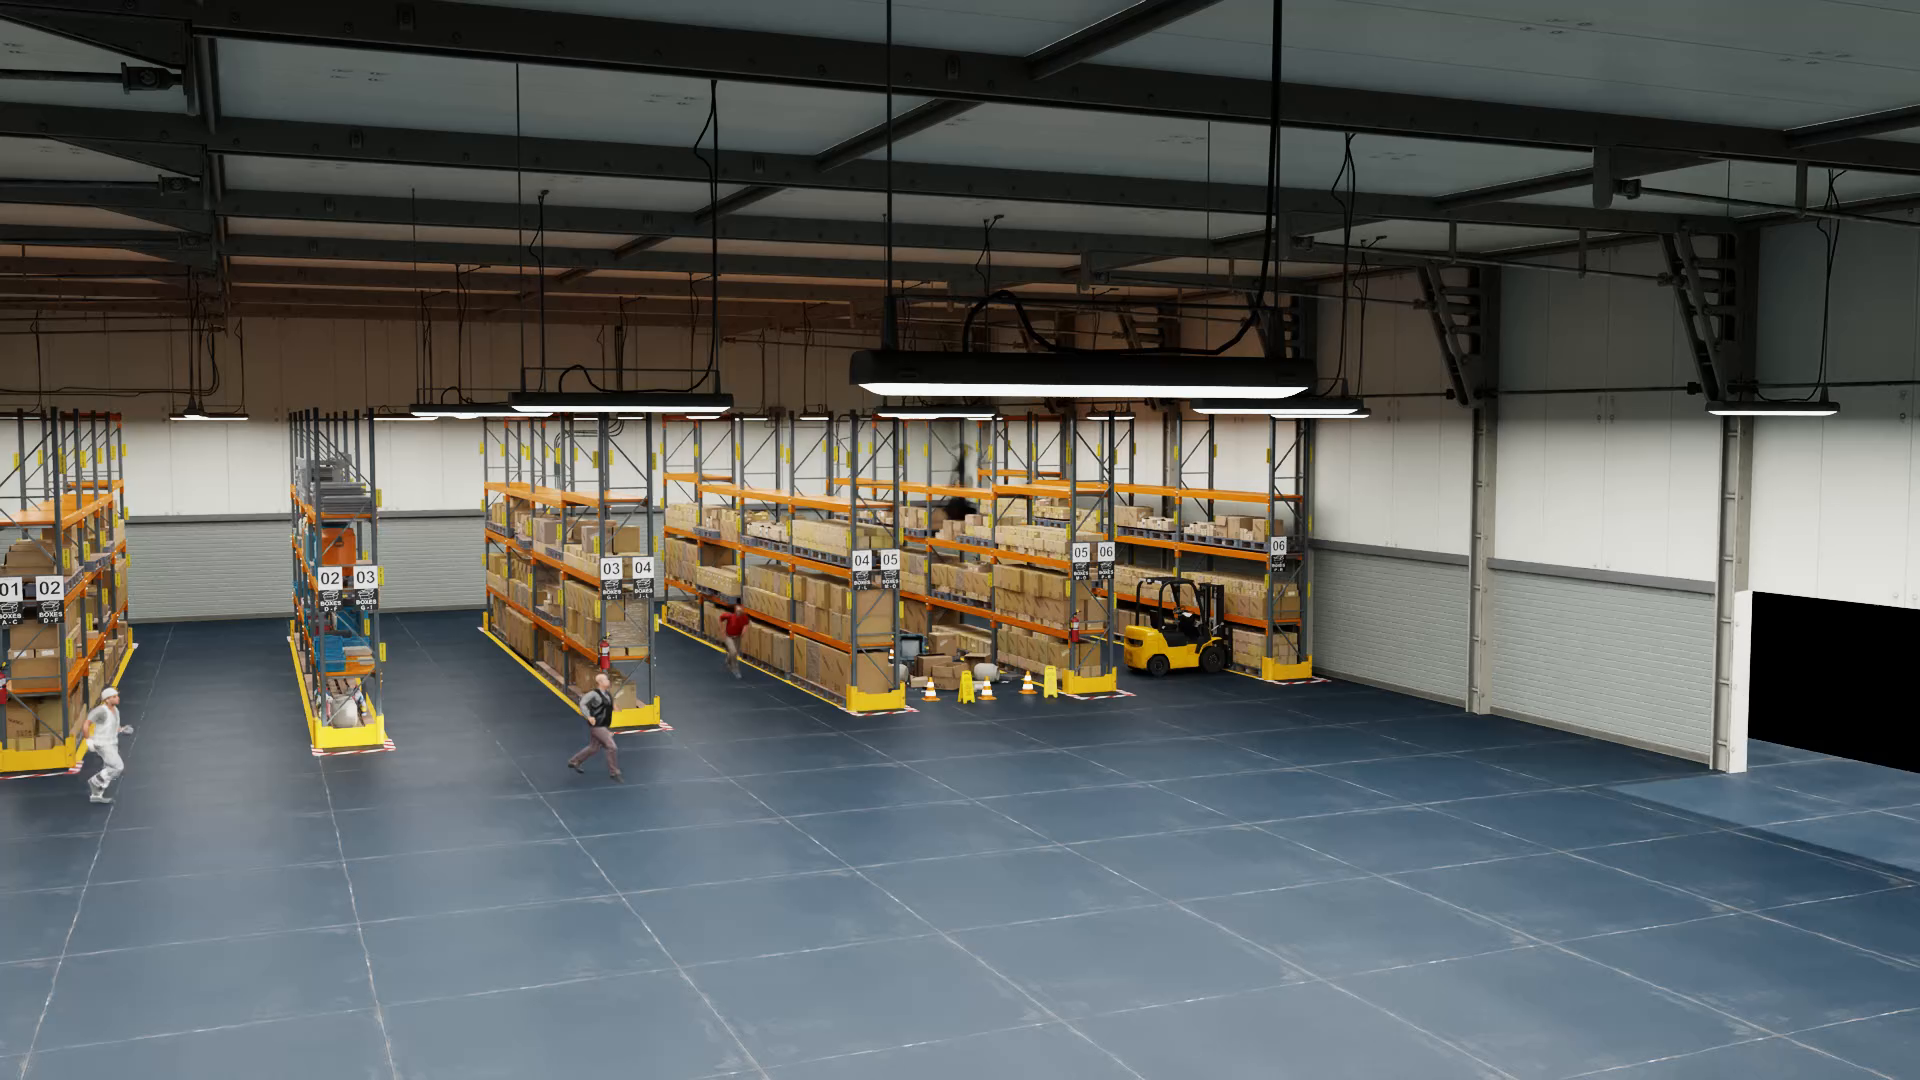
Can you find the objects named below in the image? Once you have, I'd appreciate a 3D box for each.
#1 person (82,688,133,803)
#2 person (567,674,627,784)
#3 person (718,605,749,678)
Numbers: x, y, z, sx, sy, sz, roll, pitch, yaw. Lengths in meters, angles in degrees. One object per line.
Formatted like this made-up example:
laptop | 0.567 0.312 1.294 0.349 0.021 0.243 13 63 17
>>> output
person | -12.804 3.096 25.057 0.616 1.733 0.661 0 4 -2
person | -5.802 3.023 26.575 0.993 1.782 0.624 0 4 3
person | -5.173 2.287 37.774 0.705 1.693 1.007 -2 4 -26
